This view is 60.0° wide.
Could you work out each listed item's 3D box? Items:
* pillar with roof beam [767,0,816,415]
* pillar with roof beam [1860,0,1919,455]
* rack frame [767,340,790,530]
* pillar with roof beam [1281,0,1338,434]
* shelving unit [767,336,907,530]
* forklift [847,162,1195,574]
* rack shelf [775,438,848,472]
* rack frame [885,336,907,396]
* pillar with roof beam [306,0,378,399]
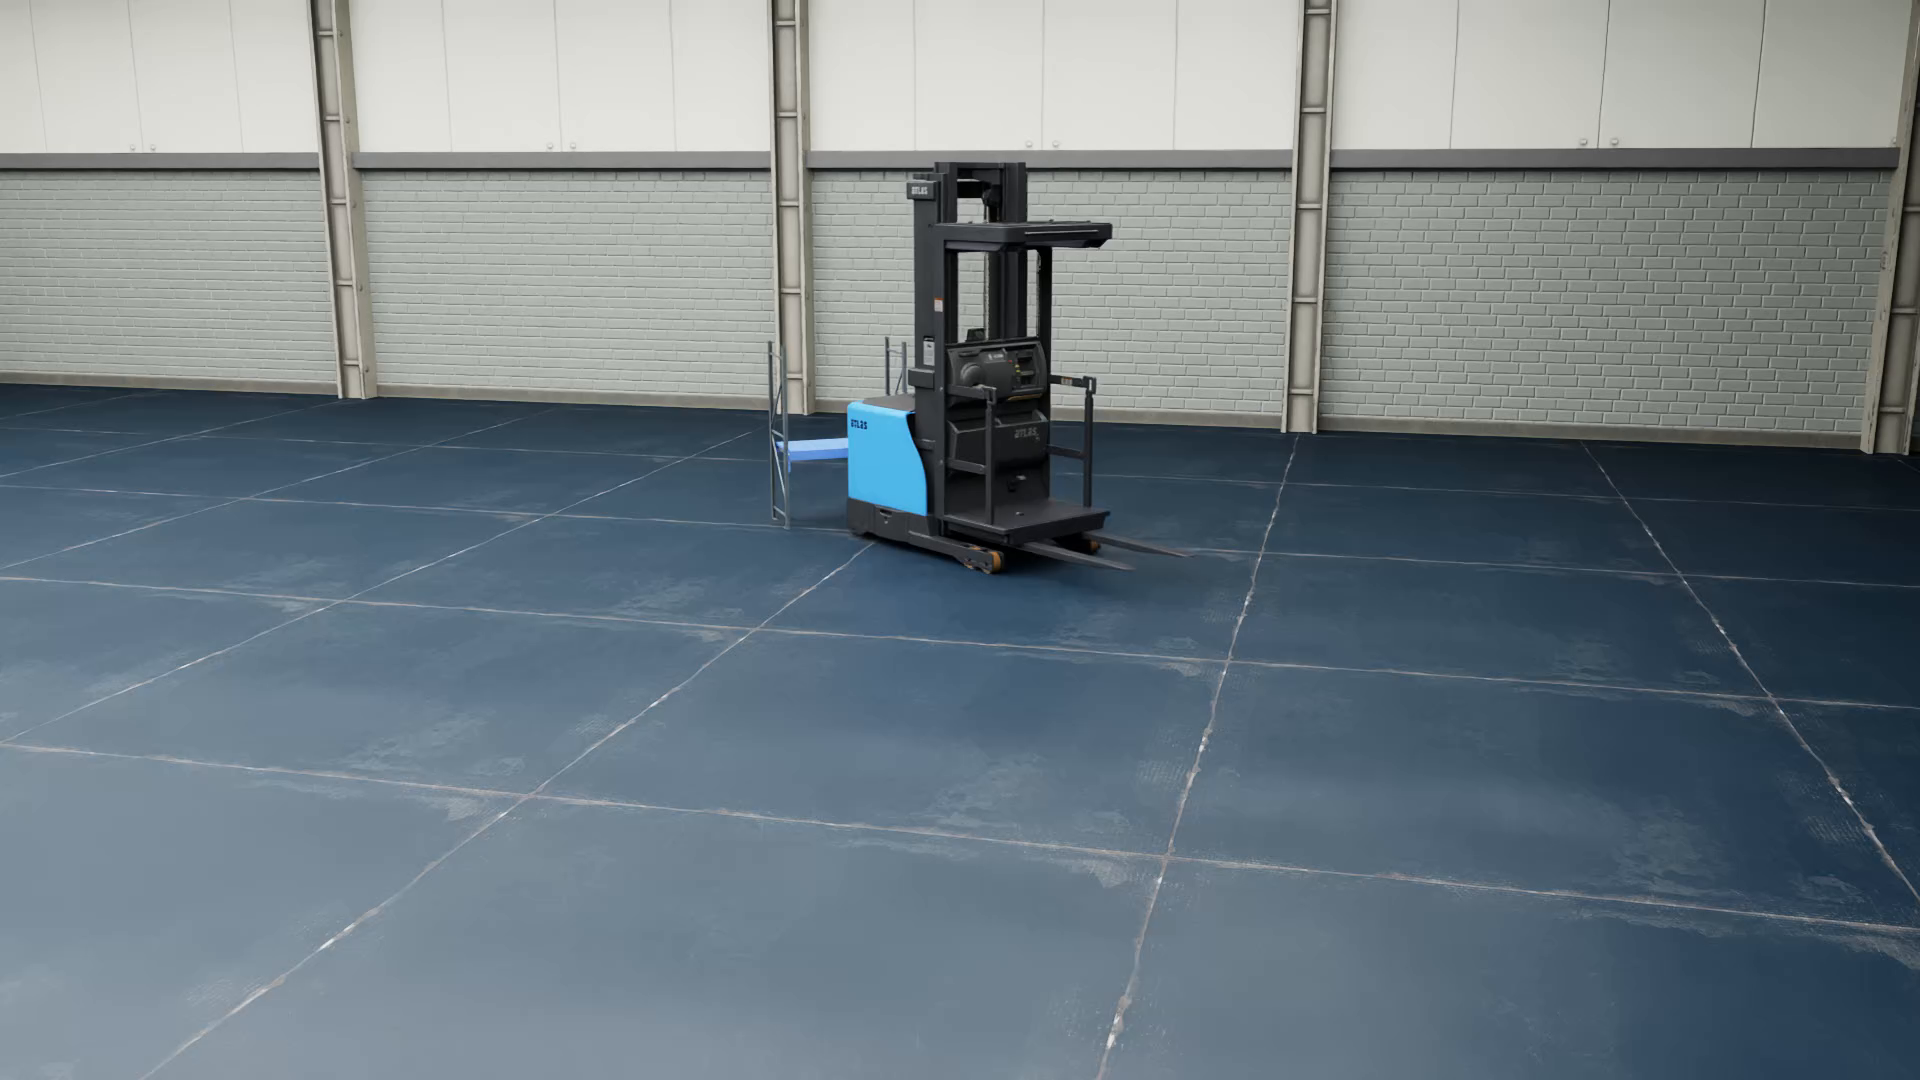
[{"bbox_3d":[-3.019,-5.033,15.142,0.400,9.000,9.100,3,13,14],"label":"pillar with roof beam"},{"bbox_3d":[8.631,-4.410,12.335,0.400,9.000,9.100,3,13,14],"label":"pillar with roof beam"},{"bbox_3d":[-1.490,-0.865,13.670,0.032,1.500,0.500,-5,13,-20],"label":"rack frame"},{"bbox_3d":[2.806,-4.721,13.739,0.400,9.000,9.100,3,13,14],"label":"pillar with roof beam"},{"bbox_3d":[-1.014,-0.903,13.843,1.048,1.500,0.538,-5,13,-20],"label":"shelving unit"},{"bbox_3d":[0.423,-1.306,12.355,1.130,2.935,3.031,-10,16,-39],"label":"forklift"},{"bbox_3d":[-1.014,-0.728,13.882,1.000,0.185,0.538,-5,13,-20],"label":"rack shelf"},{"bbox_3d":[-0.538,-0.942,14.016,0.032,1.500,0.500,-5,13,-20],"label":"rack frame"},{"bbox_3d":[-8.844,-5.344,16.545,0.400,9.000,9.100,3,13,14],"label":"pillar with roof beam"}]
